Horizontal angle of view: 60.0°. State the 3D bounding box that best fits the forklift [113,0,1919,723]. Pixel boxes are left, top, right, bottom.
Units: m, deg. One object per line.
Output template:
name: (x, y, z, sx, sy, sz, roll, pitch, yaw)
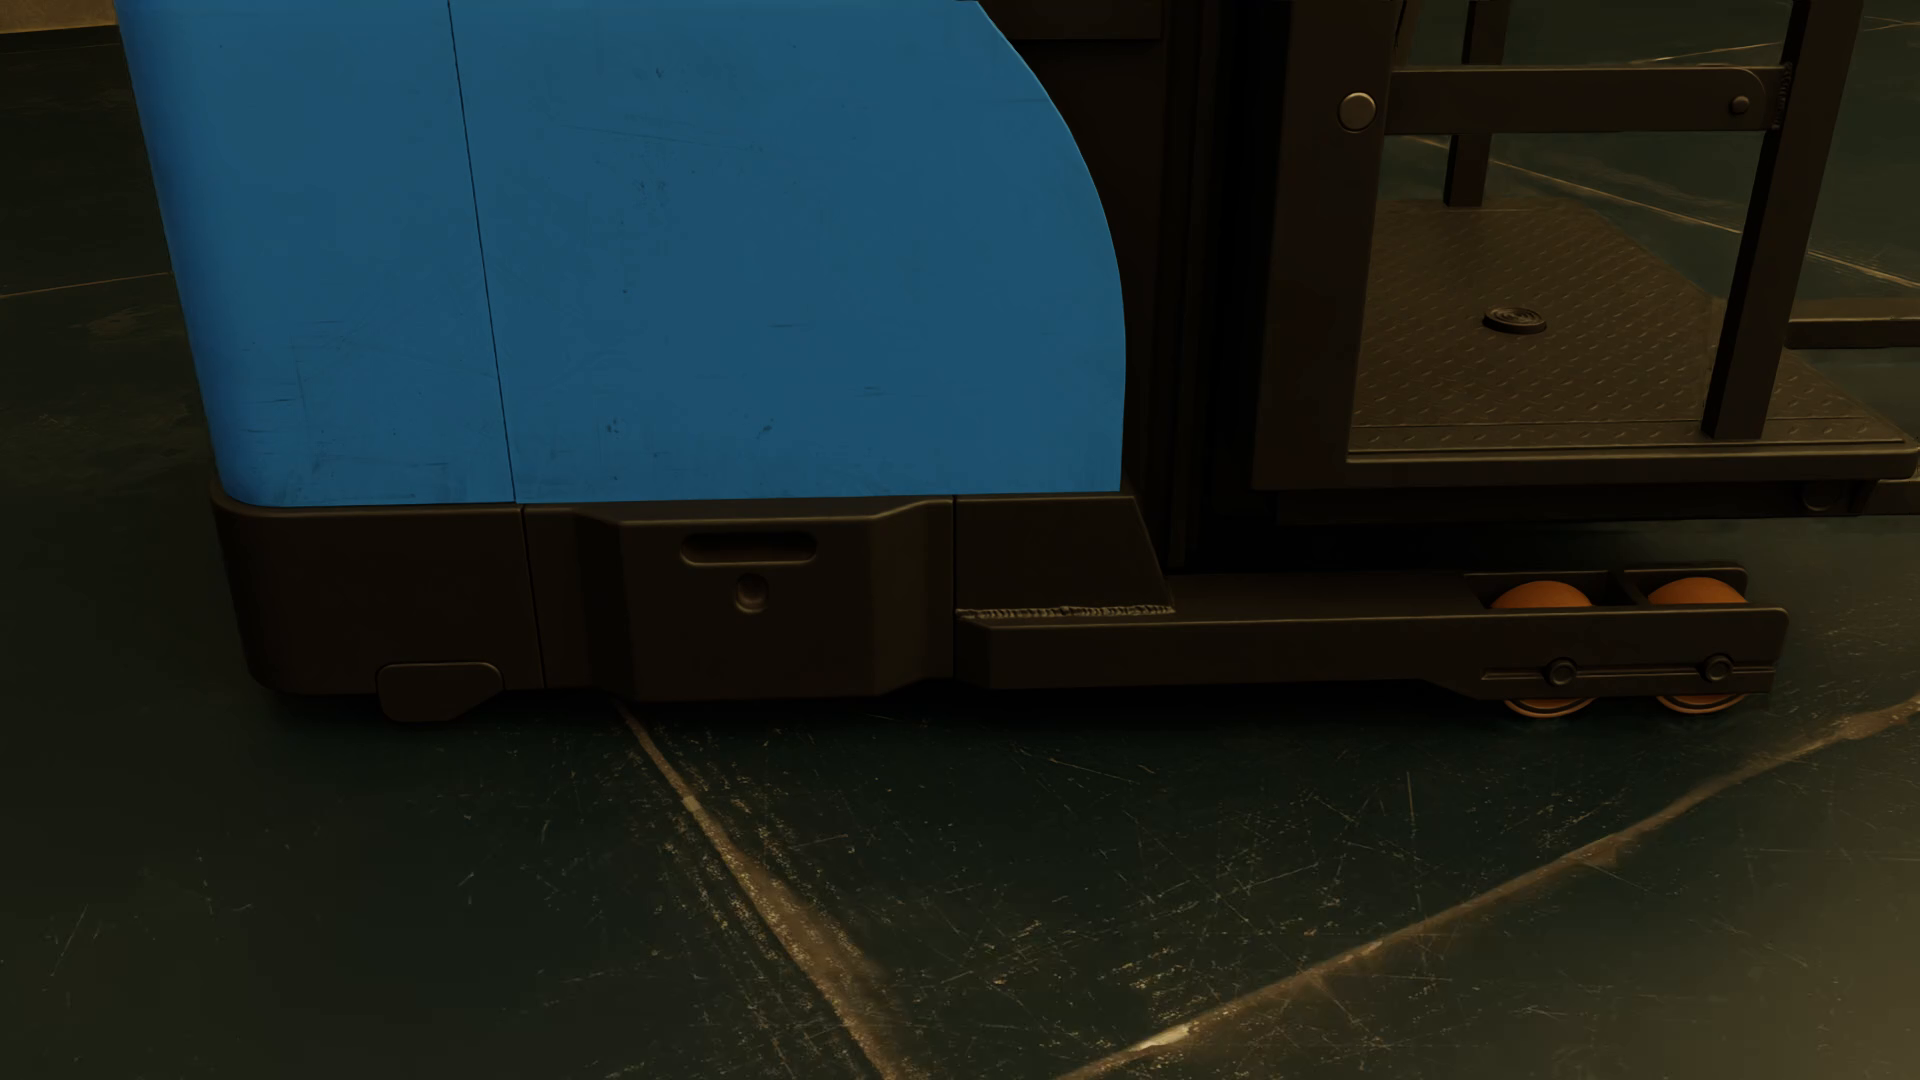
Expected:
forklift: (0.613, -1.326, 1.874, 3.031, 2.935, 1.130, -1, 27, -3)
